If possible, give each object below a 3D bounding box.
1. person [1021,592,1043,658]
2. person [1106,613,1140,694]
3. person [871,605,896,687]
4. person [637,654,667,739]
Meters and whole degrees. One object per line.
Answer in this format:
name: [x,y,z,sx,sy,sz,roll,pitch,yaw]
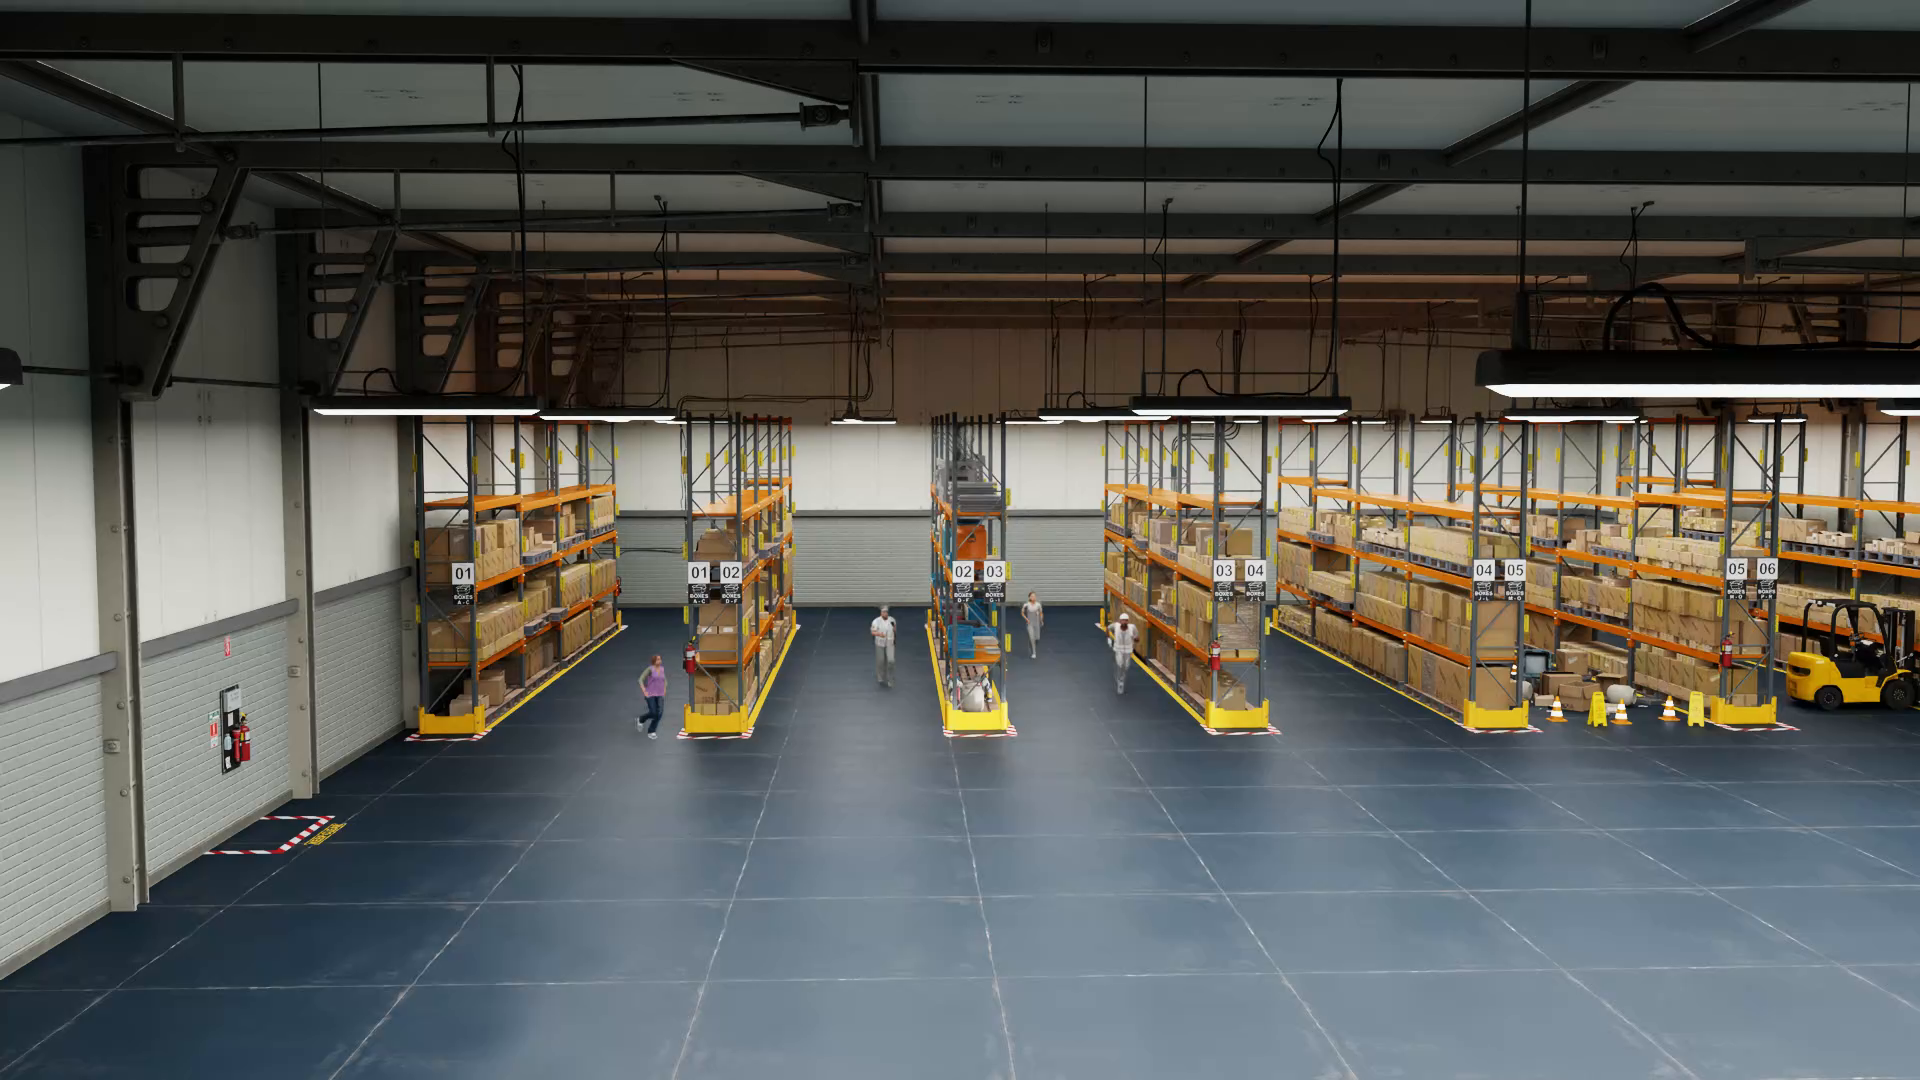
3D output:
person: [1.795,2.103,41.389,0.565,1.633,0.599,-1,4,-10]
person: [3.499,2.420,35.713,0.668,1.746,0.941,0,4,-6]
person: [-1.679,2.346,36.828,0.599,1.835,0.852,-1,4,-9]
person: [-5.668,2.875,30.718,0.513,1.549,0.580,4,5,42]
